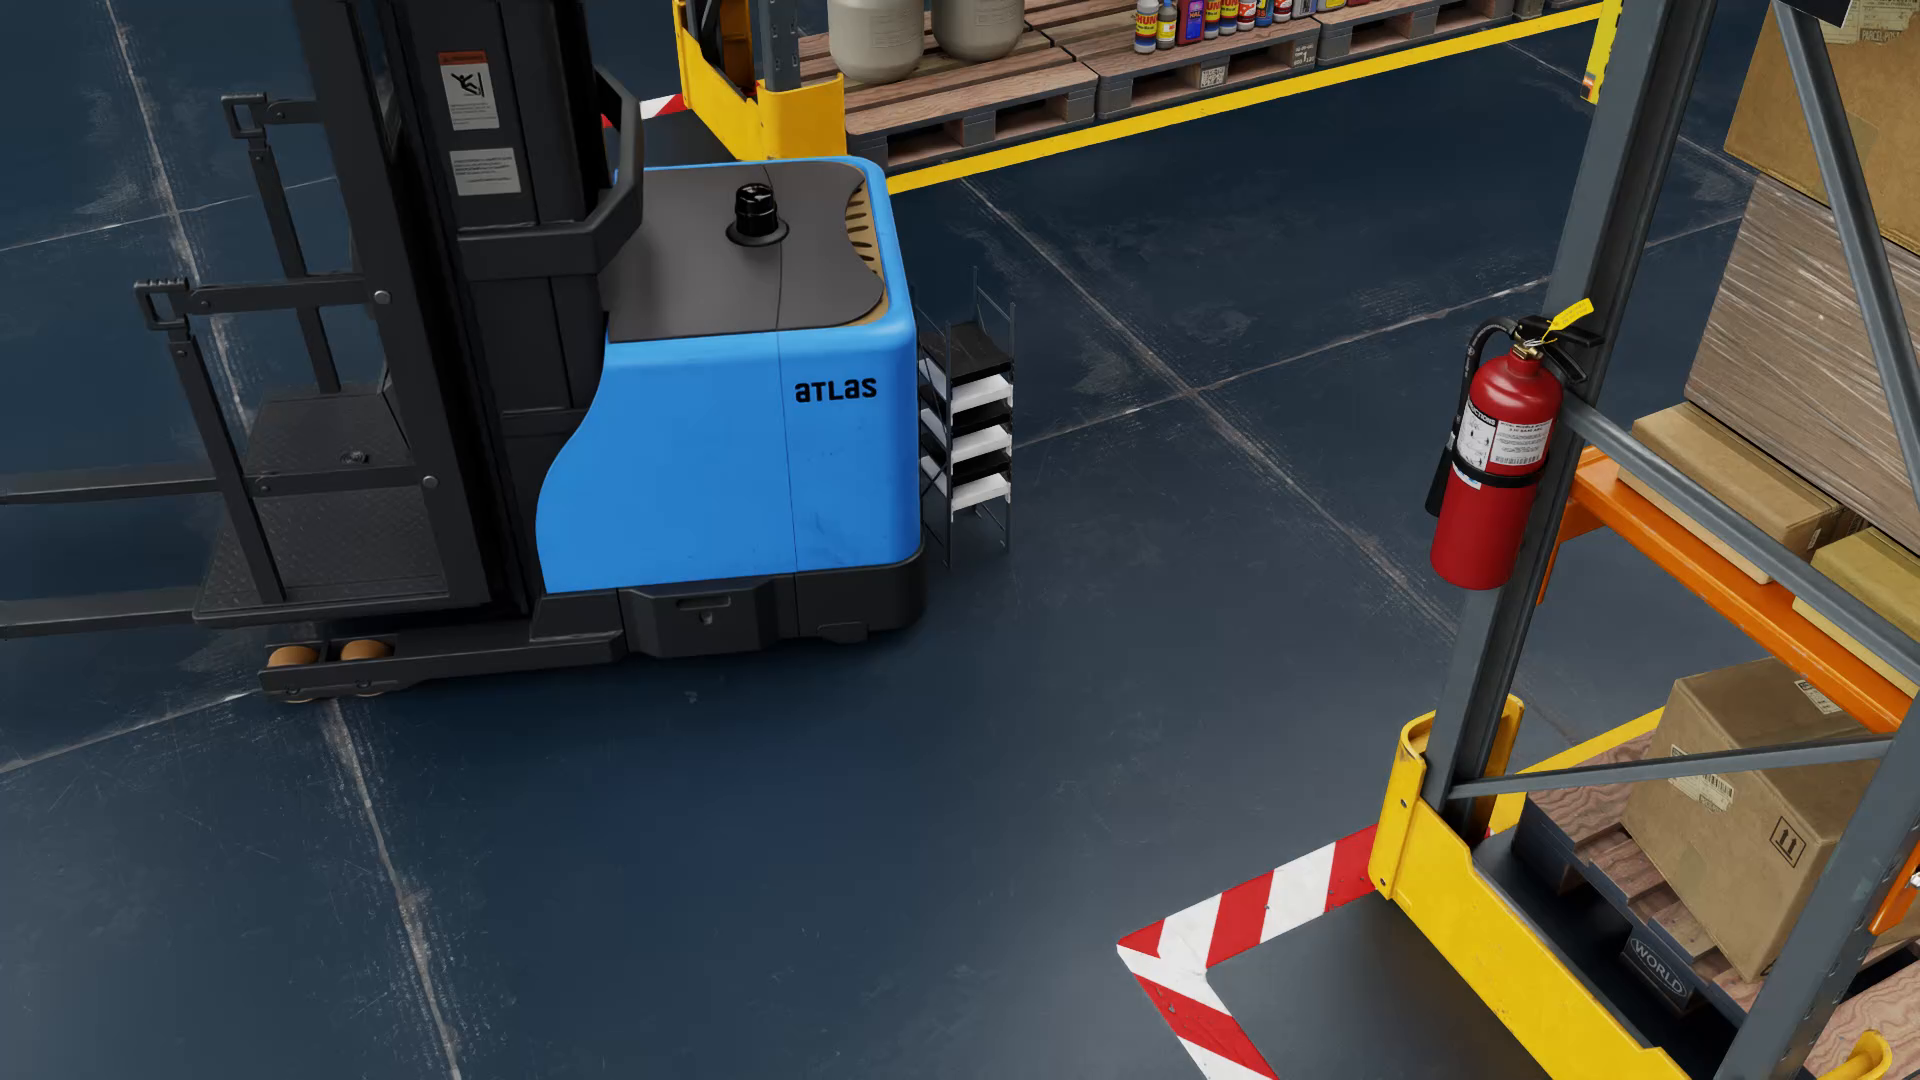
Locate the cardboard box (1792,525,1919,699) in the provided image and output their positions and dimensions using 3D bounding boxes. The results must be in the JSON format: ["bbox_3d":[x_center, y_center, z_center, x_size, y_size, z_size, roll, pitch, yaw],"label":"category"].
[{"bbox_3d":[1.736,0.142,2.955,0.250,0.149,0.380,-19,44,-21],"label":"cardboard box"}]

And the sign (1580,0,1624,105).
[{"bbox_3d":[1.135,-0.892,2.841,0.005,0.325,0.100,-19,44,-21],"label":"sign"}]

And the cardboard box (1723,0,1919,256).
[{"bbox_3d":[1.747,-0.844,2.844,0.500,0.500,0.500,-19,44,-21],"label":"cardboard box"}]

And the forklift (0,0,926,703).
[{"bbox_3d":[-1.658,-1.022,4.189,3.031,2.935,1.130,-5,40,-6],"label":"forklift"}]

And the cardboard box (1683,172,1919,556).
[{"bbox_3d":[1.874,-0.305,2.981,0.500,0.500,0.875,-19,44,-21],"label":"cardboard box"}]

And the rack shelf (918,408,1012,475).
[{"bbox_3d":[0.007,-0.320,4.984,0.200,0.077,0.258,-19,44,-21],"label":"rack shelf"}]

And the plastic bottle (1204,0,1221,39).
[{"bbox_3d":[1.142,-2.435,7.576,0.097,0.271,0.097,0,40,0],"label":"plastic bottle"}]

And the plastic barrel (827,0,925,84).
[{"bbox_3d":[-0.366,-2.294,7.239,0.421,0.512,0.421,0,40,0],"label":"plastic barrel"}]

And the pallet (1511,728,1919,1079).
[{"bbox_3d":[2.178,0.814,4.124,1.213,0.211,1.003,-19,44,-21],"label":"pallet"}]

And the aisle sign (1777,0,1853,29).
[{"bbox_3d":[1.180,-1.151,2.276,0.004,0.787,0.394,-19,44,-21],"label":"aisle sign"}]

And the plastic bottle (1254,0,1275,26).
[{"bbox_3d":[1.410,-2.525,7.682,0.097,0.271,0.097,0,40,0],"label":"plastic bottle"}]

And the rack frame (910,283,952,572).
[{"bbox_3d":[-0.083,-0.316,4.926,0.006,0.900,0.240,-19,44,-21],"label":"rack frame"}]

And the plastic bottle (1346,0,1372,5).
[{"bbox_3d":[1.900,-2.681,7.857,0.133,0.283,0.061,-16,43,-18],"label":"plastic bottle"}]

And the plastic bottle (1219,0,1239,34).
[{"bbox_3d":[1.230,-2.464,7.611,0.097,0.271,0.097,0,40,0],"label":"plastic bottle"}]

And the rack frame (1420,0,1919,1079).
[{"bbox_3d":[1.374,-0.005,2.934,0.127,3.000,1.000,-19,44,-21],"label":"rack frame"}]

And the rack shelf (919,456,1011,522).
[{"bbox_3d":[0.007,-0.183,5.100,0.200,0.077,0.258,-19,44,-21],"label":"rack shelf"}]

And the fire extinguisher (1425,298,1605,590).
[{"bbox_3d":[1.059,-0.205,3.231,0.183,0.674,0.296,-19,44,-21],"label":"fire extinguisher"}]

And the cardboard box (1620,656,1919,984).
[{"bbox_3d":[1.935,0.612,3.815,0.500,0.500,0.500,-11,41,-13],"label":"cardboard box"}]

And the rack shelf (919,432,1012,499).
[{"bbox_3d":[0.007,-0.252,5.042,0.200,0.077,0.258,-19,44,-21],"label":"rack shelf"}]

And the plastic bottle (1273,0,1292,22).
[{"bbox_3d":[1.501,-2.529,7.741,0.097,0.201,0.097,0,40,0],"label":"plastic bottle"}]

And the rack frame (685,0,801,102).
[{"bbox_3d":[-0.914,-2.843,6.287,0.127,3.000,1.000,-19,44,-21],"label":"rack frame"}]

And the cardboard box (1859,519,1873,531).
[{"bbox_3d":[1.753,-0.187,3.343,0.250,0.149,0.380,-19,44,-21],"label":"cardboard box"}]

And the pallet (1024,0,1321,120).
[{"bbox_3d":[0.935,-2.429,7.957,1.213,0.211,1.003,-19,44,-21],"label":"pallet"}]

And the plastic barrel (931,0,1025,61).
[{"bbox_3d":[0.079,-2.444,7.416,0.421,0.512,0.421,0,40,0],"label":"plastic barrel"}]

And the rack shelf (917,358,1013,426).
[{"bbox_3d":[0.007,-0.458,4.867,0.200,0.077,0.258,-19,44,-21],"label":"rack shelf"}]

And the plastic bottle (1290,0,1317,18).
[{"bbox_3d":[1.593,-2.608,7.777,0.135,0.276,0.152,-18,43,-20],"label":"plastic bottle"}]

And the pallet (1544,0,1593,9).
[{"bbox_3d":[3.312,-3.229,8.902,1.213,0.211,1.003,-19,44,-21],"label":"pallet"}]

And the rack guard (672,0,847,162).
[{"bbox_3d":[-0.869,-1.939,7.153,0.348,0.500,1.175,-19,44,-21],"label":"rack guard"}]

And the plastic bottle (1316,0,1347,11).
[{"bbox_3d":[1.739,-2.683,7.807,0.185,0.351,0.144,-19,44,-21],"label":"plastic bottle"}]

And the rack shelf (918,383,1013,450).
[{"bbox_3d":[0.007,-0.389,4.926,0.200,0.077,0.258,-19,44,-21],"label":"rack shelf"}]

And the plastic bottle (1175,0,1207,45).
[{"bbox_3d":[1.047,-2.394,7.518,0.133,0.283,0.061,-18,43,-20],"label":"plastic bottle"}]

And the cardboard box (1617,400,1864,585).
[{"bbox_3d":[1.531,-0.112,3.256,0.250,0.149,0.380,-19,44,-21],"label":"cardboard box"}]

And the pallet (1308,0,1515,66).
[{"bbox_3d":[2.018,-2.796,8.390,1.213,0.211,1.003,-19,44,-21],"label":"pallet"}]

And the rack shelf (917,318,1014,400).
[{"bbox_3d":[0.007,-0.527,4.809,0.200,0.077,0.258,-19,44,-21],"label":"rack shelf"}]

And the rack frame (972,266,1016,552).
[{"bbox_3d":[0.097,-0.376,4.998,0.006,0.900,0.240,-19,44,-21],"label":"rack frame"}]

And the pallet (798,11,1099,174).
[{"bbox_3d":[-0.146,-2.068,7.530,1.213,0.211,1.003,-19,44,-21],"label":"pallet"}]

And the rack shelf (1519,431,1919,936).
[{"bbox_3d":[3.147,-0.327,3.872,4.000,0.370,1.077,-19,44,-21],"label":"rack shelf"}]

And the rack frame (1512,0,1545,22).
[{"bbox_3d":[2.633,-4.037,7.697,0.127,3.000,1.000,-19,44,-21],"label":"rack frame"}]

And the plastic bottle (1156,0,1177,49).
[{"bbox_3d":[0.929,-2.336,7.514,0.097,0.201,0.097,0,40,0],"label":"plastic bottle"}]

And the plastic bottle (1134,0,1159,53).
[{"bbox_3d":[0.838,-2.332,7.455,0.097,0.271,0.097,0,40,0],"label":"plastic bottle"}]

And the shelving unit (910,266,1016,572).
[{"bbox_3d":[0.007,-0.346,4.962,0.210,0.900,0.258,-19,44,-21],"label":"shelving unit"}]

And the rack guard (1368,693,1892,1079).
[{"bbox_3d":[1.441,0.926,3.769,0.348,0.500,1.175,-19,44,-21],"label":"rack guard"}]

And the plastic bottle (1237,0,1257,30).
[{"bbox_3d":[1.318,-2.467,7.668,0.097,0.201,0.097,0,40,0],"label":"plastic bottle"}]
